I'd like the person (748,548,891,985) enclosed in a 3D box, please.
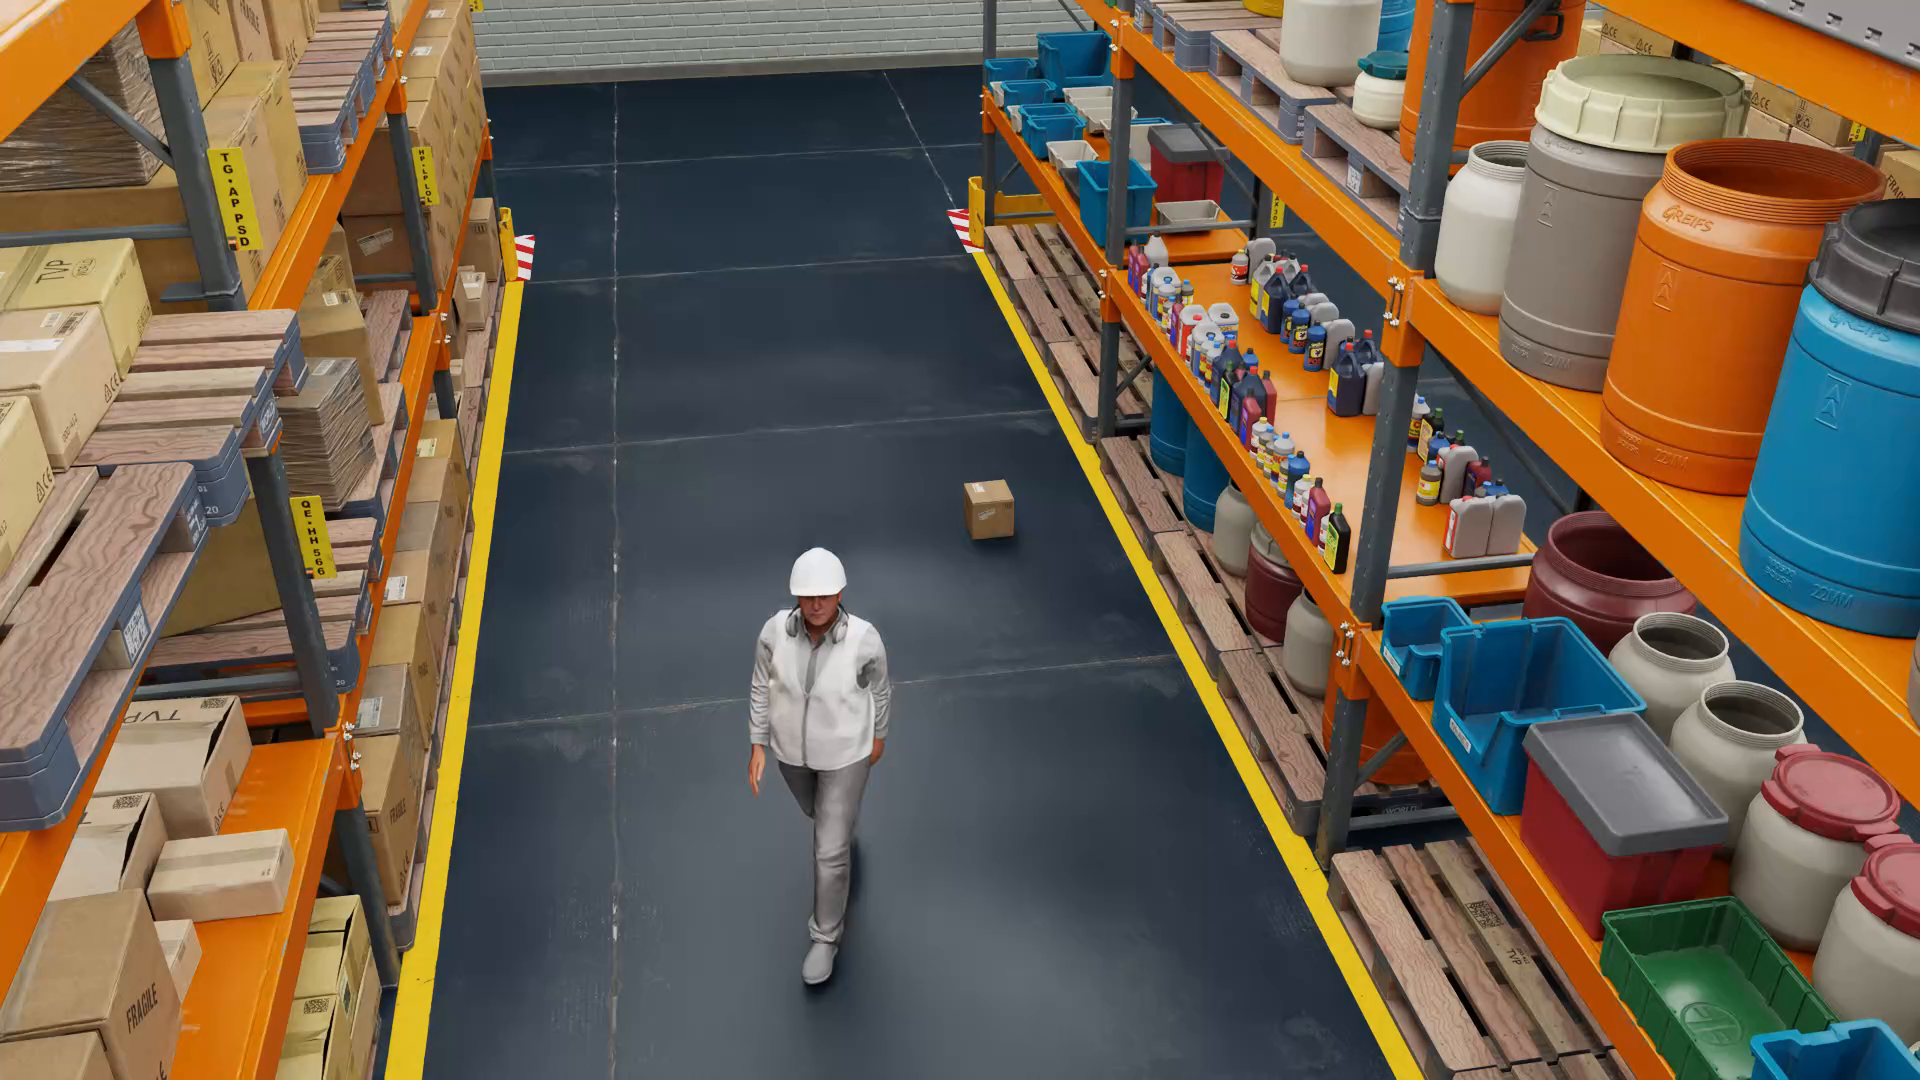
[{"bbox_3d":[-0.575,0.826,6.711,0.535,1.729,1.016,9,32,15],"label":"person"}]
